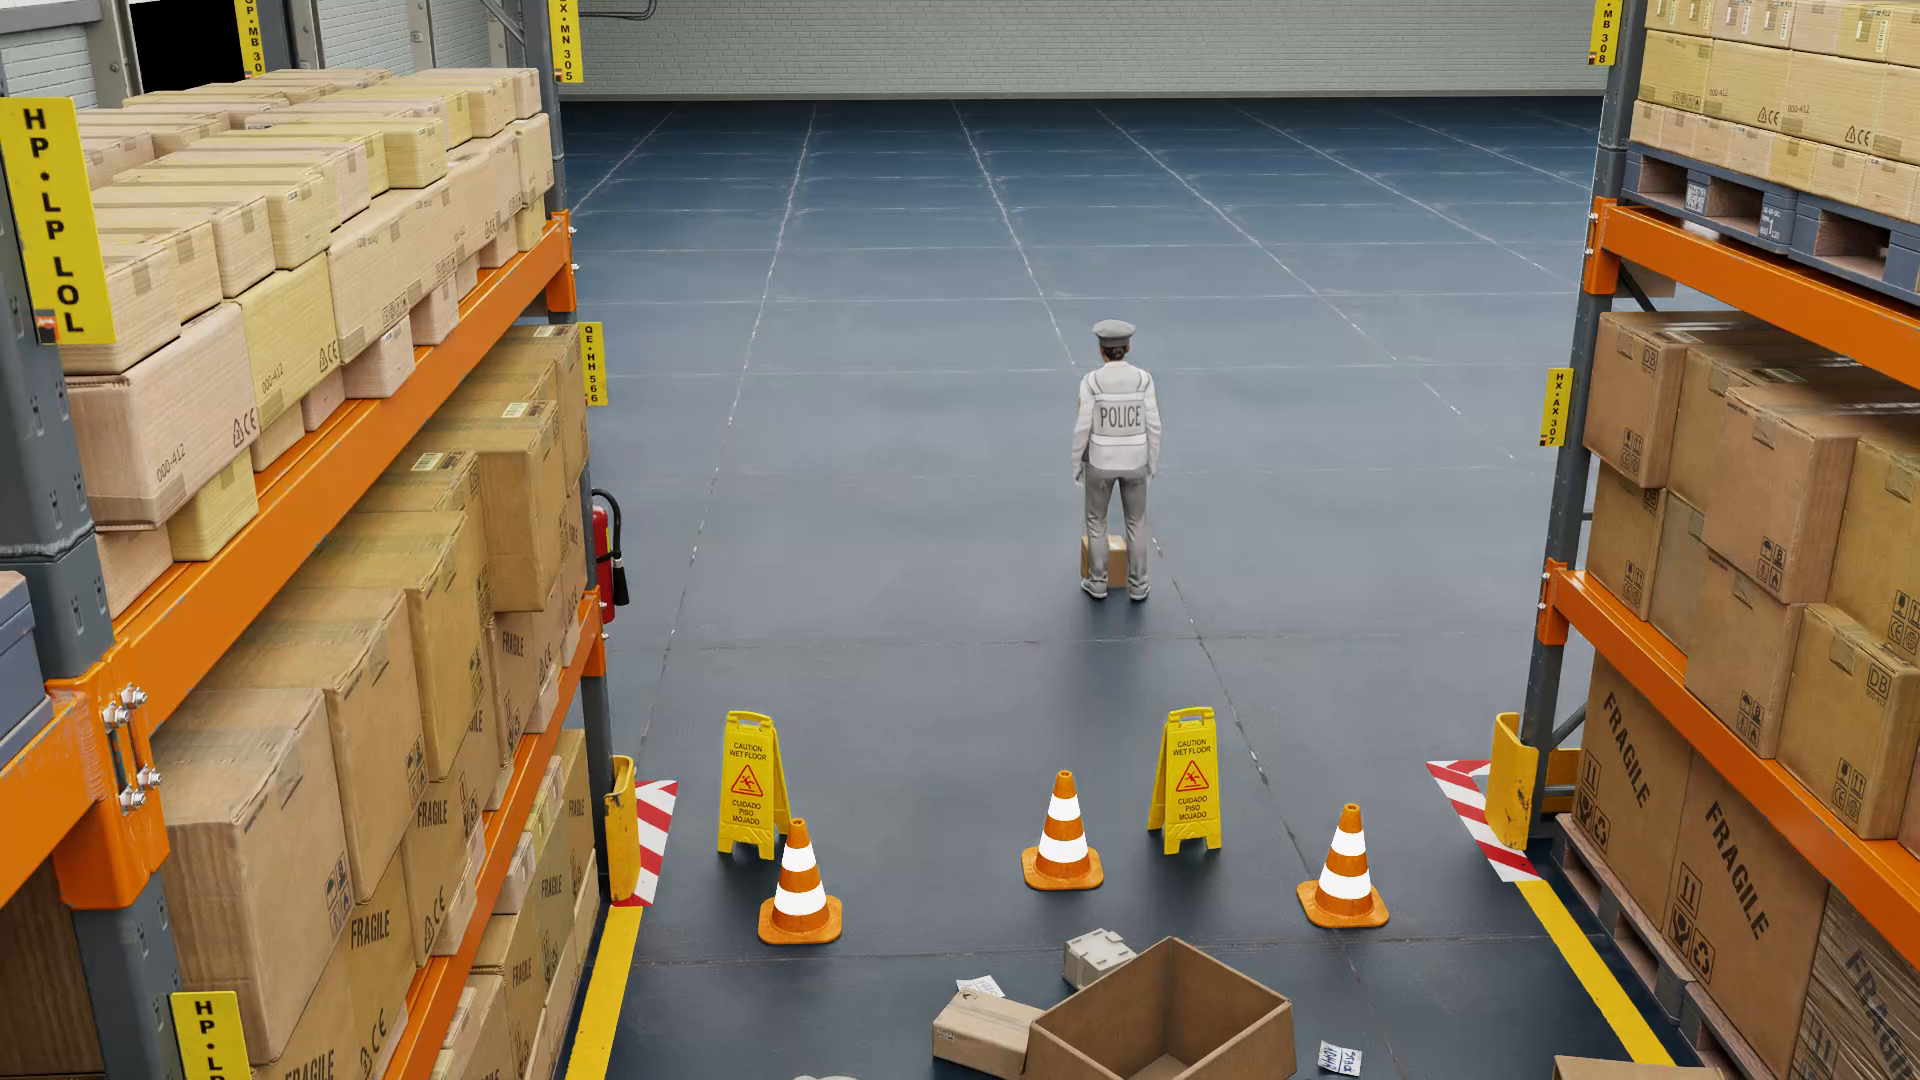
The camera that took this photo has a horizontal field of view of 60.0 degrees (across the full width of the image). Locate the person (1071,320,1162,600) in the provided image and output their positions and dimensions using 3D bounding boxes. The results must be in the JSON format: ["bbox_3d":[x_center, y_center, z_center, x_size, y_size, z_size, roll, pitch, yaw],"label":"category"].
[{"bbox_3d":[0.905,-0.447,9.769,0.525,1.662,0.414,-2,21,-5],"label":"person"}]
